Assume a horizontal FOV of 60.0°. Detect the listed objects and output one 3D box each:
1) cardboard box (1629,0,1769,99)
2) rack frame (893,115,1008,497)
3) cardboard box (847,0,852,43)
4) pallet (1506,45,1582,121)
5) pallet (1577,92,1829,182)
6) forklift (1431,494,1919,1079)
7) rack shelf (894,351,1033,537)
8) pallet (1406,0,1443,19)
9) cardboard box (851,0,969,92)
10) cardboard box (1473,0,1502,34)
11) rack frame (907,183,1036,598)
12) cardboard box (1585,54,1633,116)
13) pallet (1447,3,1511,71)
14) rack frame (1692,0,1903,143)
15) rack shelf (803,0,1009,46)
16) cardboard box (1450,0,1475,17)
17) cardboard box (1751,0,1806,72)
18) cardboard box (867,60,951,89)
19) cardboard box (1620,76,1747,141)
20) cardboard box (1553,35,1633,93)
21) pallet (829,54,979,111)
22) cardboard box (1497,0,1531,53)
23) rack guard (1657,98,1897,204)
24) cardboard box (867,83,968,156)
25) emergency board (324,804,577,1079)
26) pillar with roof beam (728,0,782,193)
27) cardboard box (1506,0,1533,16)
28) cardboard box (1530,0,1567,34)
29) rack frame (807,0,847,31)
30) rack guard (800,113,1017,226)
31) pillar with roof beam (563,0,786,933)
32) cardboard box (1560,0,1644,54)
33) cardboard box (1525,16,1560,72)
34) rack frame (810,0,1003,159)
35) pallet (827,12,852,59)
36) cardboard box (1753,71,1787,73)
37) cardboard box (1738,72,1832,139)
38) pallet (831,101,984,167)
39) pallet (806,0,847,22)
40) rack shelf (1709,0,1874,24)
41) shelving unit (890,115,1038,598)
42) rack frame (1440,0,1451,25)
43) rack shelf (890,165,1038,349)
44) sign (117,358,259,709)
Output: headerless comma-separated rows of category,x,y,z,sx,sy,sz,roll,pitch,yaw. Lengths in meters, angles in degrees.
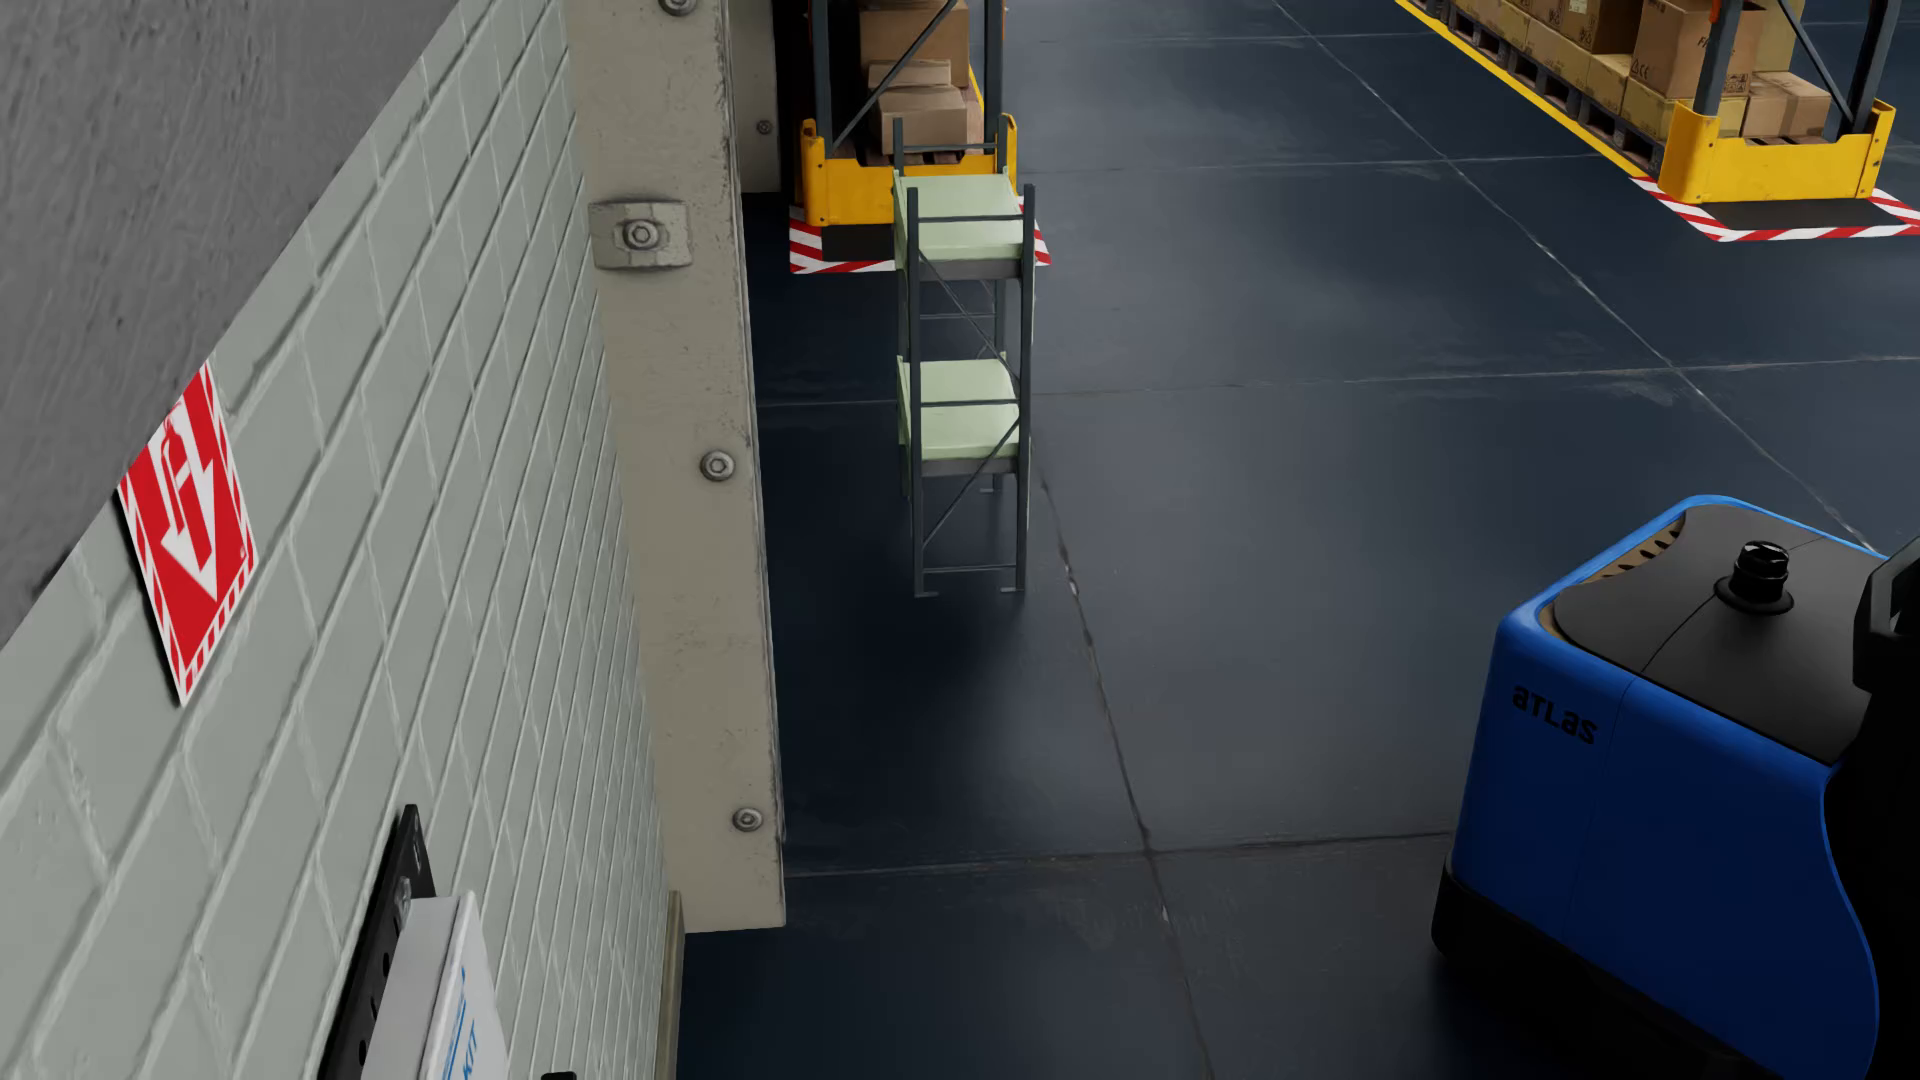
cardboard box,4.308,-2.905,9.728,0.500,0.500,0.500,-3,31,-5
rack frame,-0.034,-0.827,6.173,0.400,1.500,0.023,-3,31,-5
cardboard box,-0.514,-3.714,11.551,0.500,0.500,0.500,-5,31,-8
pallet,4.431,-3.136,11.294,1.003,0.211,1.213,-3,31,-5
pallet,4.541,-2.515,10.254,1.003,0.211,1.213,-3,31,-5
forklift,2.587,0.250,2.973,1.130,2.935,3.031,-24,38,-35
rack shelf,0.001,-0.361,6.027,0.431,0.370,0.720,-3,31,-5
pallet,4.173,-4.543,13.649,1.003,0.211,1.213,-3,31,-5
cardboard box,-0.324,-3.225,10.733,0.700,0.500,0.500,-5,31,-8
cardboard box,4.064,-3.859,12.057,0.500,0.250,0.500,-3,31,-5
rack frame,0.035,-0.454,5.547,0.400,1.500,0.023,-3,31,-5
cardboard box,4.252,-2.837,10.347,0.500,0.250,0.500,-3,31,-5
pallet,4.313,-3.760,12.340,1.003,0.211,1.213,-3,31,-5
rack frame,4.655,-3.323,8.889,1.000,3.000,0.127,-3,31,-5
rack shelf,-0.464,-3.796,10.382,1.077,0.370,4.000,-3,31,-5
cardboard box,4.022,-4.114,12.484,0.500,0.250,0.500,-3,31,-5
cardboard box,4.777,-3.185,10.197,0.500,0.500,0.500,-3,31,-5
cardboard box,-0.305,-2.767,10.151,0.500,0.311,0.500,0,31,0
cardboard box,4.310,-2.583,9.921,0.500,0.250,0.500,-3,31,-5
cardboard box,4.203,-3.093,10.774,0.500,0.250,0.500,-3,31,-5
pallet,-0.436,-2.964,11.006,1.003,0.211,1.213,-3,31,-5
cardboard box,4.106,-3.603,11.629,0.500,0.250,0.500,-3,31,-5
rack guard,4.657,-2.238,9.509,1.175,0.500,0.348,-3,31,-5
cardboard box,-0.252,-2.476,9.663,0.500,0.311,0.500,-6,31,-10
emergency board,-0.450,0.927,1.773,0.194,1.169,0.643,-3,31,-5
pillar with roof beam,3.082,-6.182,7.824,9.100,9.000,0.400,-3,31,-5
cardboard box,4.106,-3.925,11.436,0.500,0.500,0.500,-3,31,-5
cardboard box,4.155,-3.670,11.009,0.500,0.500,0.500,-3,31,-5
rack frame,-0.651,-5.126,11.907,1.000,3.000,0.127,-3,31,-5
rack guard,-0.284,-2.050,9.194,1.175,0.500,0.348,-3,31,-5
pillar with roof beam,3.643,-3.118,2.695,9.100,9.000,0.400,-3,31,-5
cardboard box,4.200,-3.414,10.582,0.500,0.500,0.500,-3,31,-5
cardboard box,4.158,-3.348,11.202,0.500,0.250,0.500,-3,31,-5
rack frame,-0.277,-3.084,8.488,1.000,3.000,0.127,-3,31,-5
pallet,-0.553,-3.588,12.051,1.003,0.211,1.213,-3,31,-5
cardboard box,4.776,-2.863,10.389,0.500,0.250,0.500,-3,31,-5
cardboard box,4.826,-2.608,9.962,0.500,0.250,0.500,-3,31,-5
pallet,-0.325,-2.342,9.965,1.003,0.211,1.213,-3,31,-5
pallet,-0.725,-4.327,13.288,1.003,0.211,1.213,-3,31,-5
rack shelf,4.468,-4.036,10.783,1.077,0.370,4.000,-3,31,-5
shelving unit,0.001,-0.640,5.860,0.431,1.500,0.755,-3,31,-5
rack frame,4.281,-5.365,12.308,1.000,3.000,0.127,-3,31,-5
rack shelf,0.001,-0.976,5.660,0.431,0.370,0.720,-3,31,-5
sign,-0.549,-0.059,1.164,0.001,0.298,0.199,-3,31,-5
